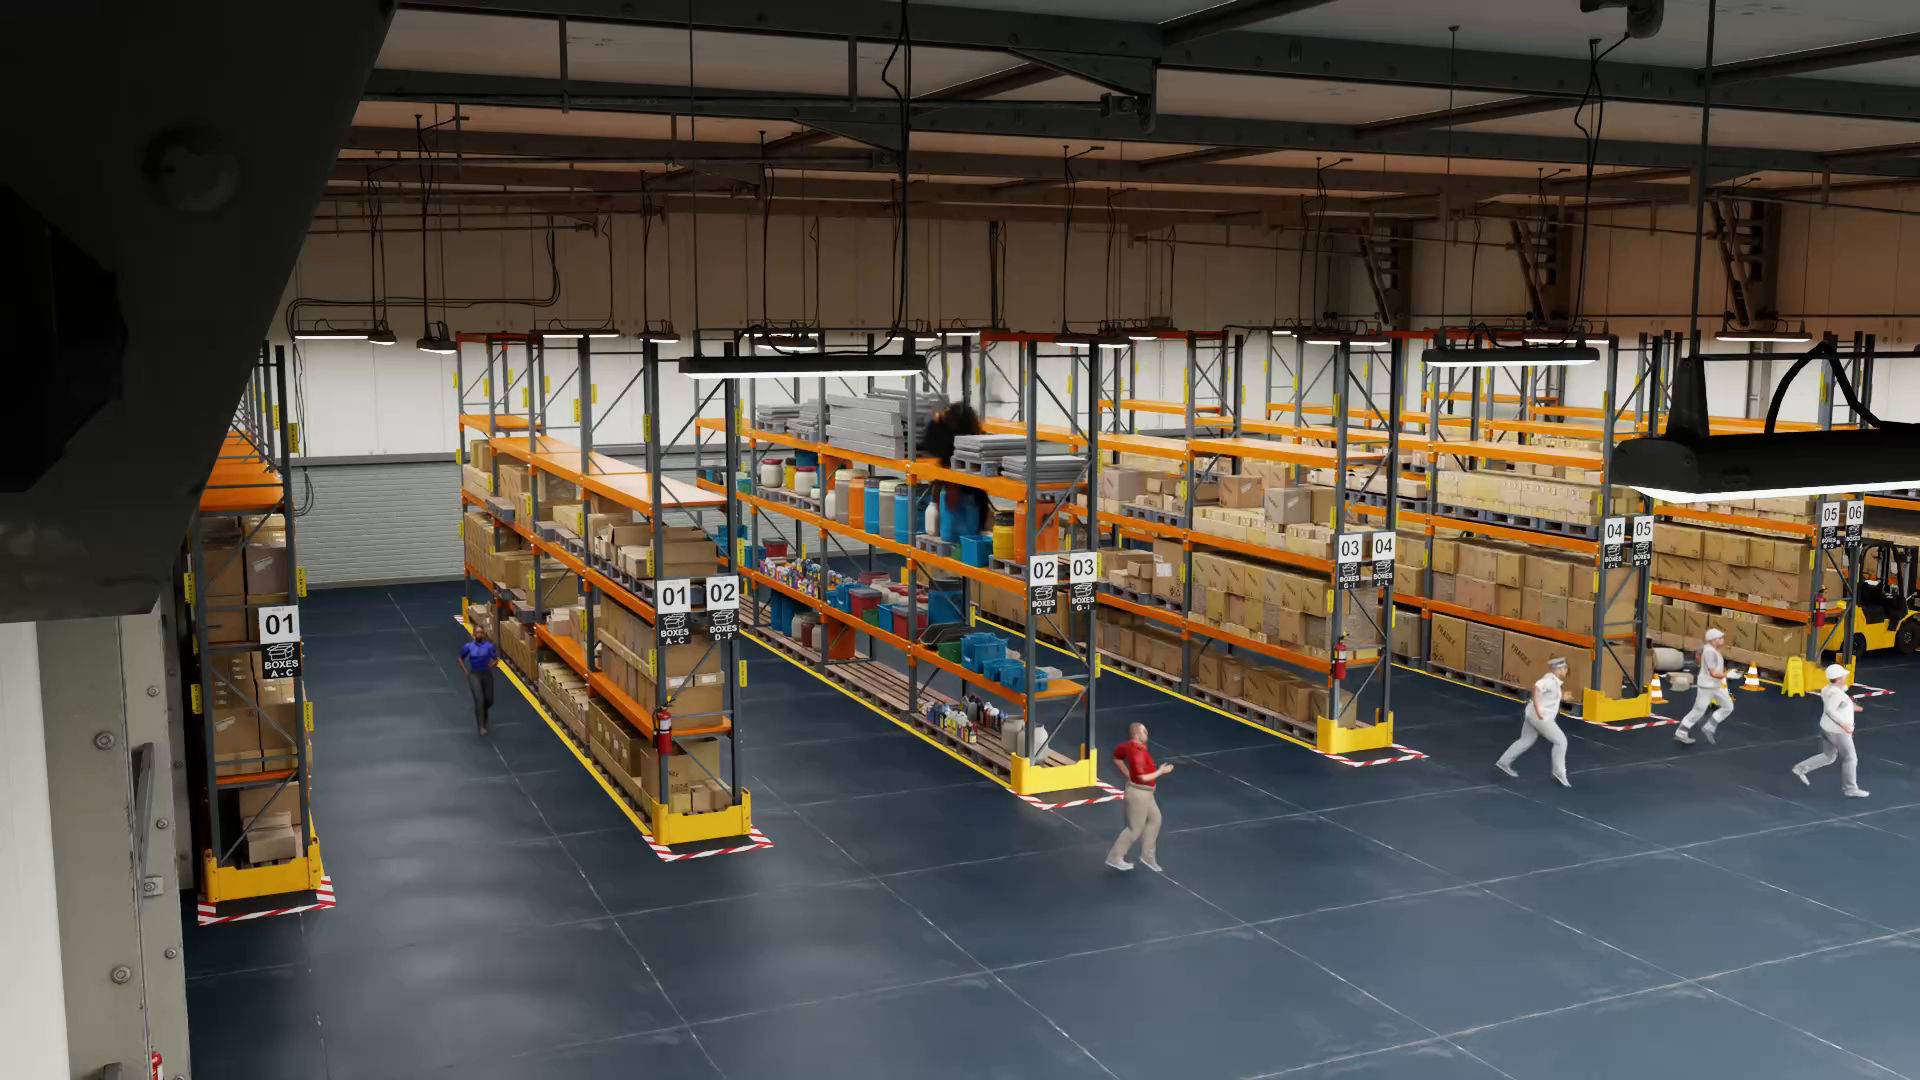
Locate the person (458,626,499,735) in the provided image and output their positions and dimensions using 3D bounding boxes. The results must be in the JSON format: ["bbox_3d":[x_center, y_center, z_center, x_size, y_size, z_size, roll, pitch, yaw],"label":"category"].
[{"bbox_3d":[-7.335,2.108,25.399,0.588,1.623,0.834,-4,9,-26],"label":"person"}]

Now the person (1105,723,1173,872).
[{"bbox_3d":[2.032,2.952,18.886,0.748,1.797,0.640,0,8,2],"label":"person"}]

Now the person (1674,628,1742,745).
[{"bbox_3d":[11.028,2.152,24.446,0.861,1.753,0.681,5,9,33],"label":"person"}]

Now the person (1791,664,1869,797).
[{"bbox_3d":[11.539,2.505,21.936,0.929,1.750,0.660,1,8,9],"label":"person"}]

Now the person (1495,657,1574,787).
[{"bbox_3d":[7.808,2.457,22.555,0.990,1.801,0.655,1,8,7],"label":"person"}]
